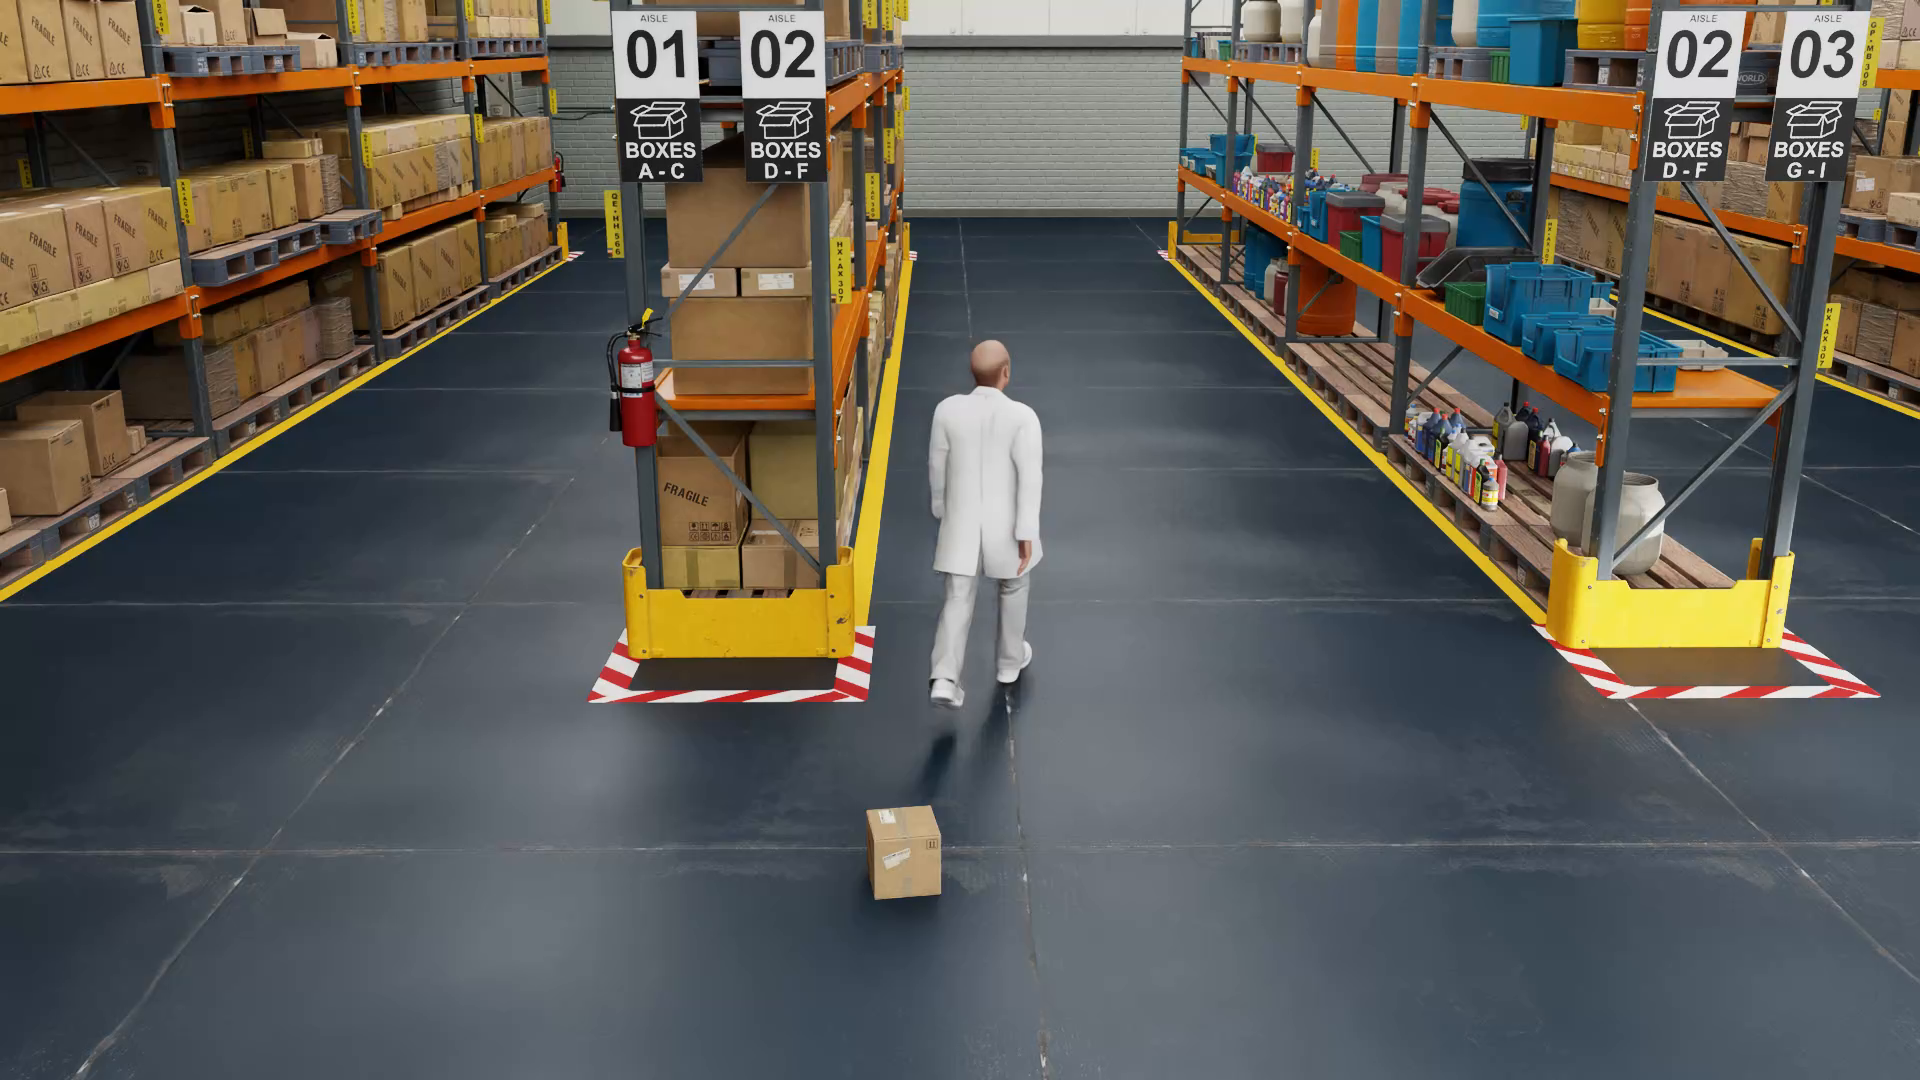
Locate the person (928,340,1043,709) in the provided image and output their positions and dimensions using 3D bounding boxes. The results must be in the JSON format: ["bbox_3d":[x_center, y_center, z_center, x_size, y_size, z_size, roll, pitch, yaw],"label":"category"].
[{"bbox_3d":[0.114,-0.072,7.807,0.583,1.733,1.110,4,17,14],"label":"person"}]
